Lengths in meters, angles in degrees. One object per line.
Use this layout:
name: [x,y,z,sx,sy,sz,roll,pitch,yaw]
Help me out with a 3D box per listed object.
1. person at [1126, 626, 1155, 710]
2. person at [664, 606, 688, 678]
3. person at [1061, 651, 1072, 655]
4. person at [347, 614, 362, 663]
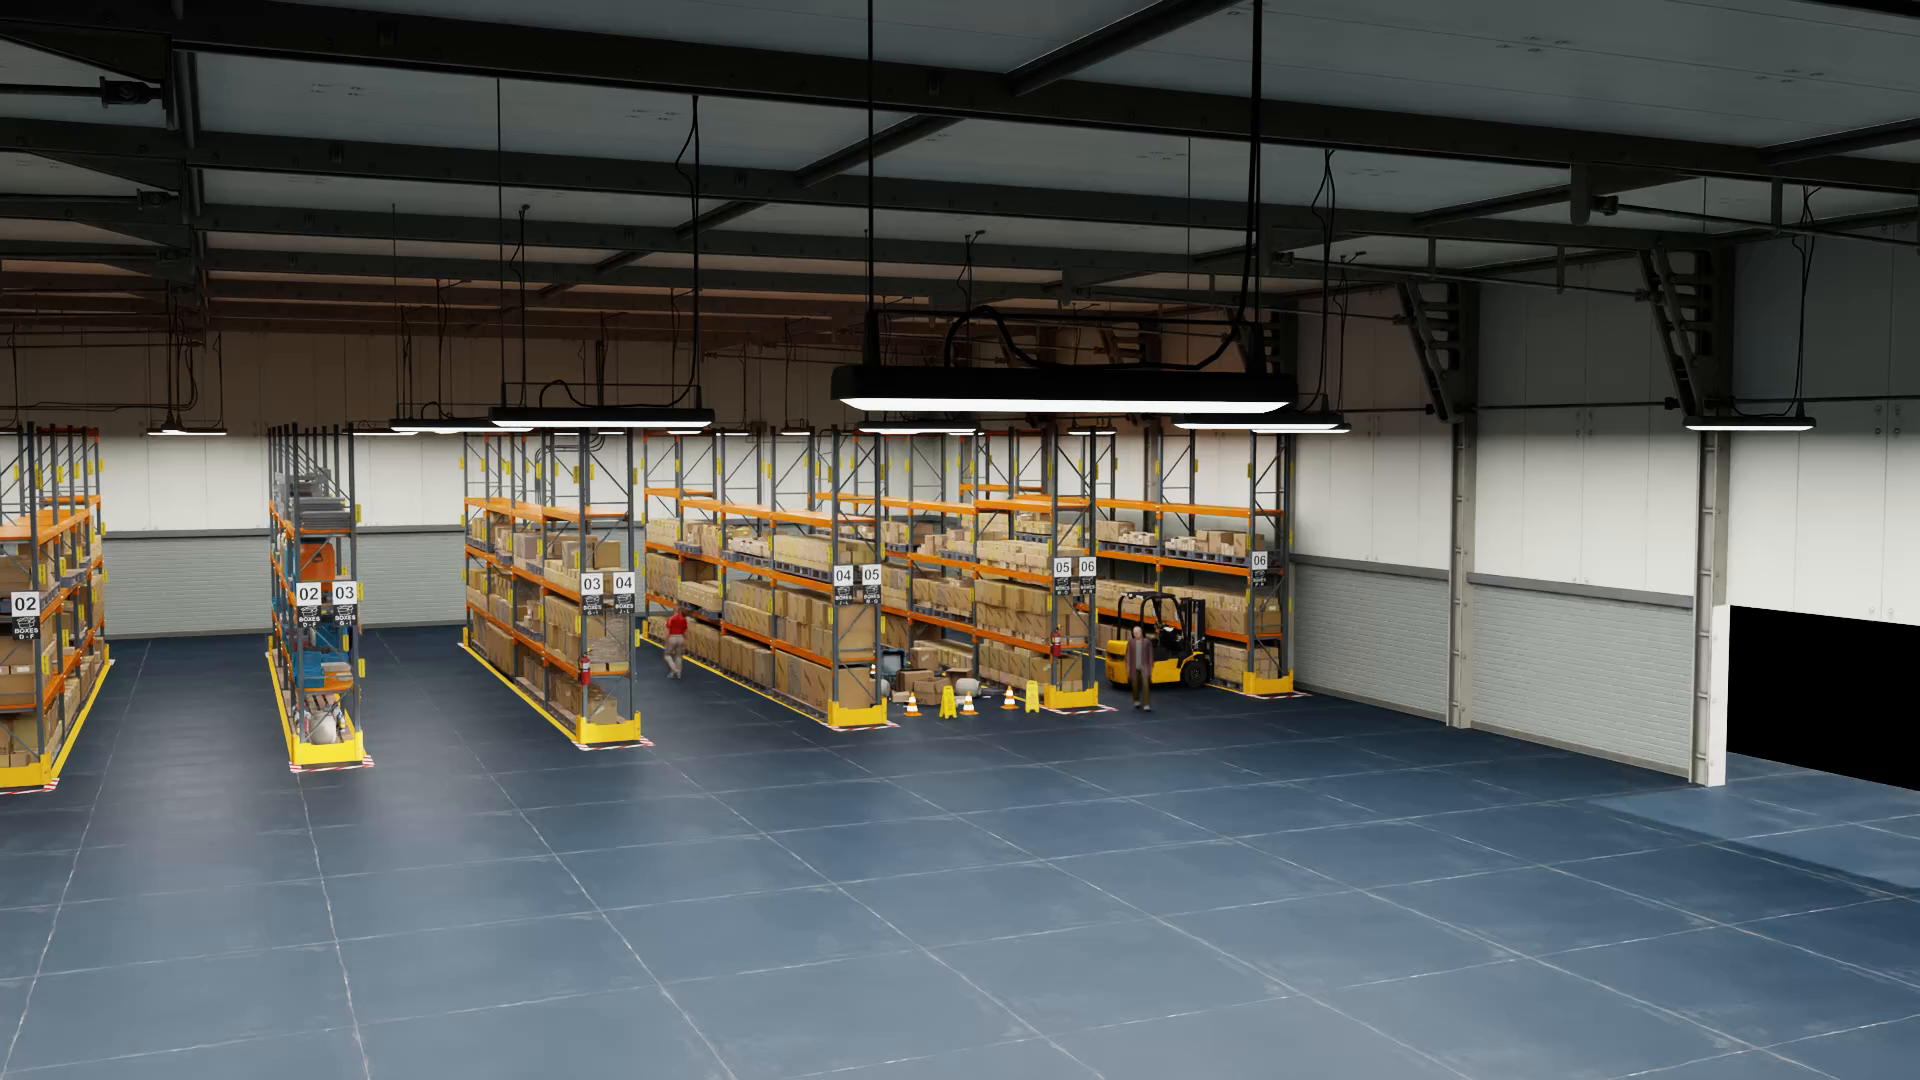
person: [3.795,2.705,35.163,0.612,1.733,0.886,1,4,15]
person: [-6.744,2.436,39.574,0.580,1.724,0.487,-2,4,-30]
person: [2.595,2.456,40.743,0.413,1.610,0.664,-2,4,-30]
person: [-15.582,2.320,42.504,0.517,1.580,1.059,-3,4,-39]
